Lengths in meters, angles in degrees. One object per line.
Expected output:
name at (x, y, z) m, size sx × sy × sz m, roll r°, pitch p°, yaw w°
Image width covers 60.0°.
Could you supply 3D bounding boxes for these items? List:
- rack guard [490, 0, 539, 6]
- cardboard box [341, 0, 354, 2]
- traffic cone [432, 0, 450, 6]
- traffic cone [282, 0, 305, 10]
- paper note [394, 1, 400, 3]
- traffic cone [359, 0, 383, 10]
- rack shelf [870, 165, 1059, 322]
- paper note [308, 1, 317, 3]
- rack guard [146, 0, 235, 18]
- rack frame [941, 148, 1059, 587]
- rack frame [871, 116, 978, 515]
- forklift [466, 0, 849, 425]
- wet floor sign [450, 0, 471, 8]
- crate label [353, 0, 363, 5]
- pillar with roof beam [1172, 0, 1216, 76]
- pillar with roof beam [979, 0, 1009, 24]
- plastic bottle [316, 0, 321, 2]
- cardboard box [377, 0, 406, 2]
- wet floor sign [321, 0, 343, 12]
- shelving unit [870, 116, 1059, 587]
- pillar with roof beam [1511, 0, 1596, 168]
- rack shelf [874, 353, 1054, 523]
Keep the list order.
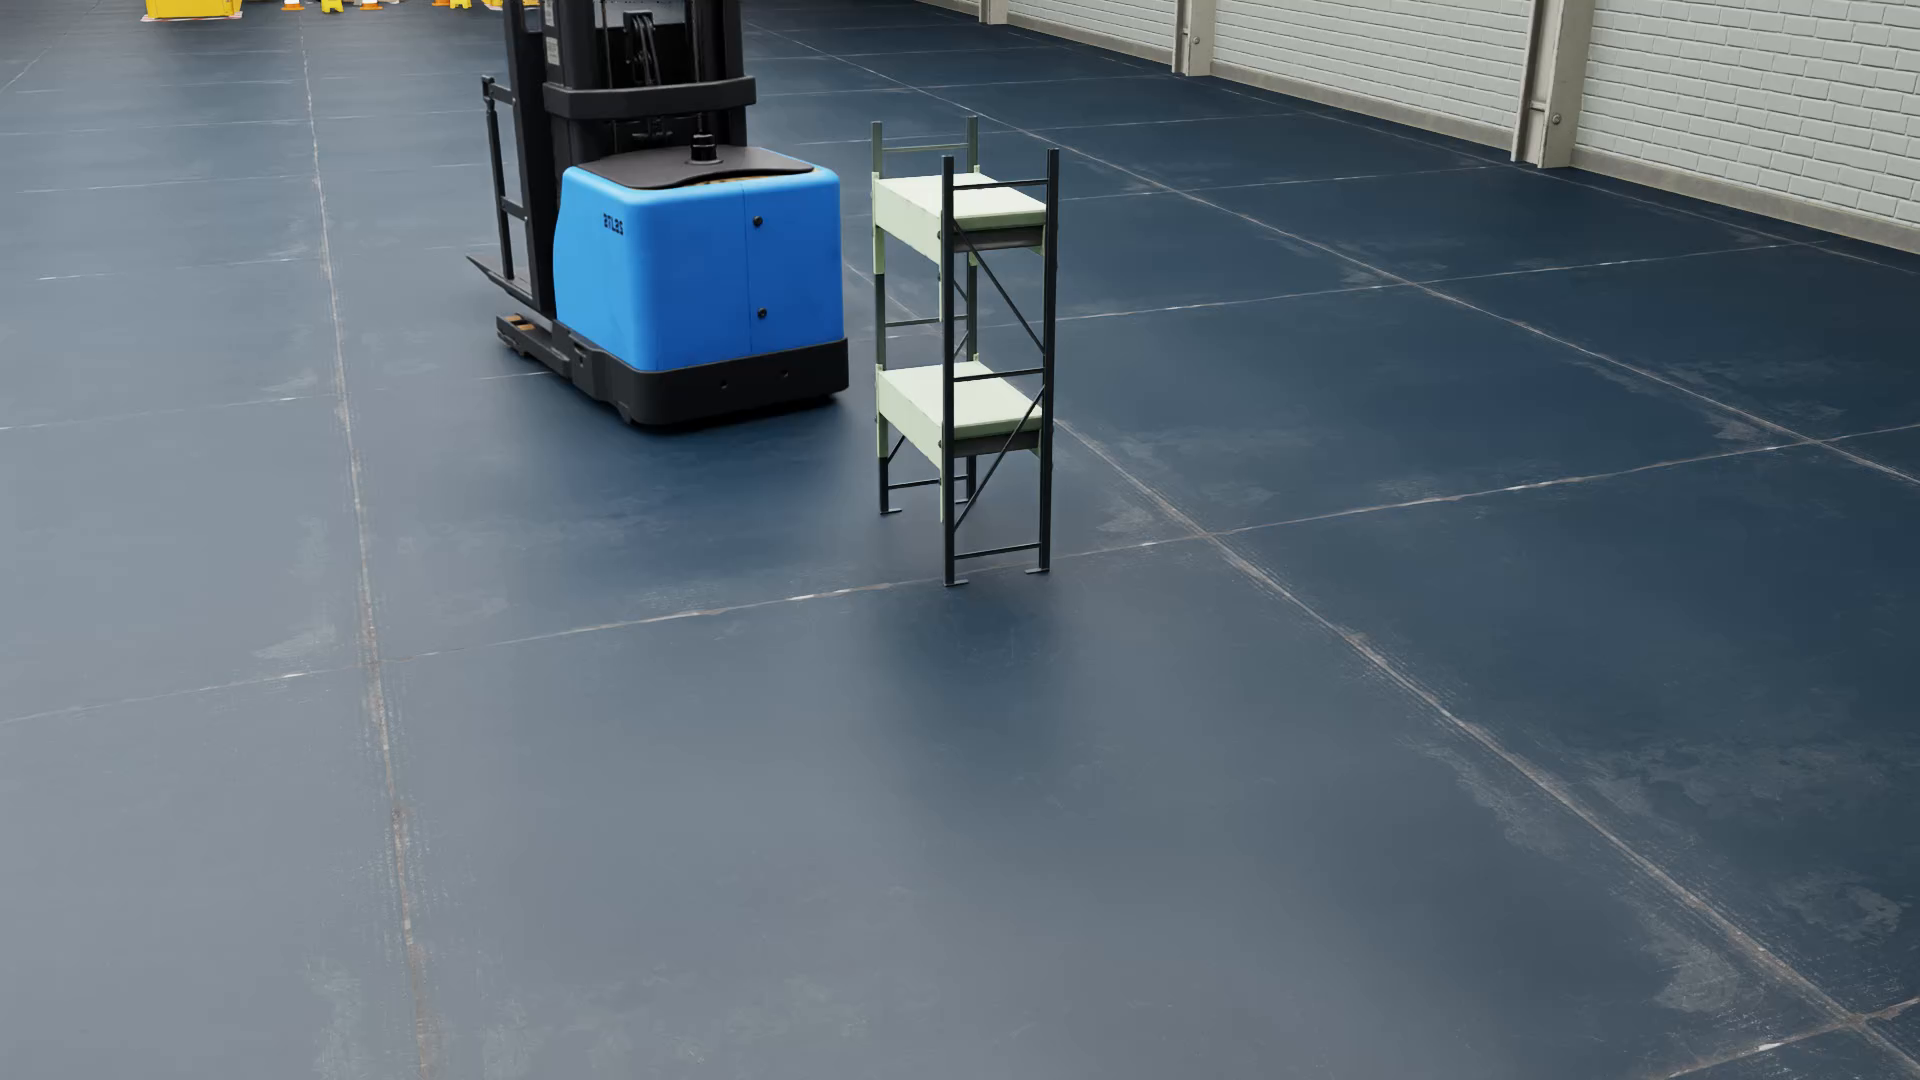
rack guard at (-6.898, -8.806, 26.498) m, size 1.175 × 0.500 × 0.348 m, roll -8°, pitch 24°, yaw -19°
cardboard box at (-9.860, -9.070, 27.122) m, size 0.637 × 0.503 × 0.797 m, roll 12°, pitch 26°, yaw 27°
traffic cone at (-8.230, -8.740, 26.391) m, size 0.336 × 0.463 × 0.334 m, roll -8°, pitch 24°, yaw -19°
traffic cone at (-10.326, -8.433, 25.662) m, size 0.336 × 0.463 × 0.334 m, roll -8°, pitch 24°, yaw -19°
paper note at (-9.067, -8.632, 26.691) m, size 0.148 × 0.019 × 0.142 m, roll -18°, pitch 29°, yaw -37°
traffic cone at (-9.148, -8.464, 25.736) m, size 0.336 × 0.463 × 0.334 m, roll -8°, pitch 24°, yaw -19°
rack shelf at (0.002, -1.048, 5.801) m, size 0.431 × 0.370 × 0.720 m, roll -8°, pitch 24°, yaw -19°
paper note at (-10.417, -8.633, 26.694) m, size 0.144 × 0.017 × 0.142 m, roll 0°, pitch 23°, yaw -1°
rack guard at (-11.458, -8.053, 24.714) m, size 1.175 × 0.500 × 0.348 m, roll -8°, pitch 24°, yaw -19°
rack frame at (0.132, -0.556, 5.637) m, size 0.400 × 1.500 × 0.023 m, roll -8°, pitch 24°, yaw -19°
rack frame at (-0.127, -0.822, 6.268) m, size 0.400 × 1.500 × 0.023 m, roll -8°, pitch 24°, yaw -19°
forklift at (-1.742, -2.372, 8.105) m, size 1.130 × 2.935 × 3.031 m, roll -14°, pitch 27°, yaw -30°
wet floor sign at (-7.805, -8.629, 25.893) m, size 0.267 × 0.644 × 0.232 m, roll 0°, pitch 23°, yaw -1°
crate label at (-9.484, -8.591, 26.457) m, size 0.298 × 0.136 × 0.250 m, roll 18°, pitch 29°, yaw 36°
pillar with roof beam at (-1.420, -8.803, 15.549) m, size 9.100 × 9.000 × 0.400 m, roll -8°, pitch 24°, yaw -19°
pillar with roof beam at (-3.540, -10.983, 20.721) m, size 9.100 × 9.000 × 0.400 m, roll -8°, pitch 24°, yaw -19°
plastic bottle at (-10.373, -8.782, 27.007) m, size 0.133 × 0.061 × 0.283 m, roll -18°, pitch 29°, yaw -37°
cardboard box at (-9.224, -8.815, 26.973) m, size 0.380 × 0.149 × 0.250 m, roll 4°, pitch 23°, yaw 9°
wet floor sign at (-9.604, -8.390, 25.326) m, size 0.267 × 0.644 × 0.232 m, roll -13°, pitch 26°, yaw -28°
shelving unit at (0.002, -0.689, 5.953) m, size 0.431 × 1.500 × 0.755 m, roll -8°, pitch 24°, yaw -19°
pillar with roof beam at (0.700, -6.622, 10.376) m, size 9.100 × 9.000 × 0.400 m, roll -8°, pitch 24°, yaw -19°
rack shelf at (0.002, -0.388, 6.080) m, size 0.431 × 0.370 × 0.720 m, roll -8°, pitch 24°, yaw -19°
